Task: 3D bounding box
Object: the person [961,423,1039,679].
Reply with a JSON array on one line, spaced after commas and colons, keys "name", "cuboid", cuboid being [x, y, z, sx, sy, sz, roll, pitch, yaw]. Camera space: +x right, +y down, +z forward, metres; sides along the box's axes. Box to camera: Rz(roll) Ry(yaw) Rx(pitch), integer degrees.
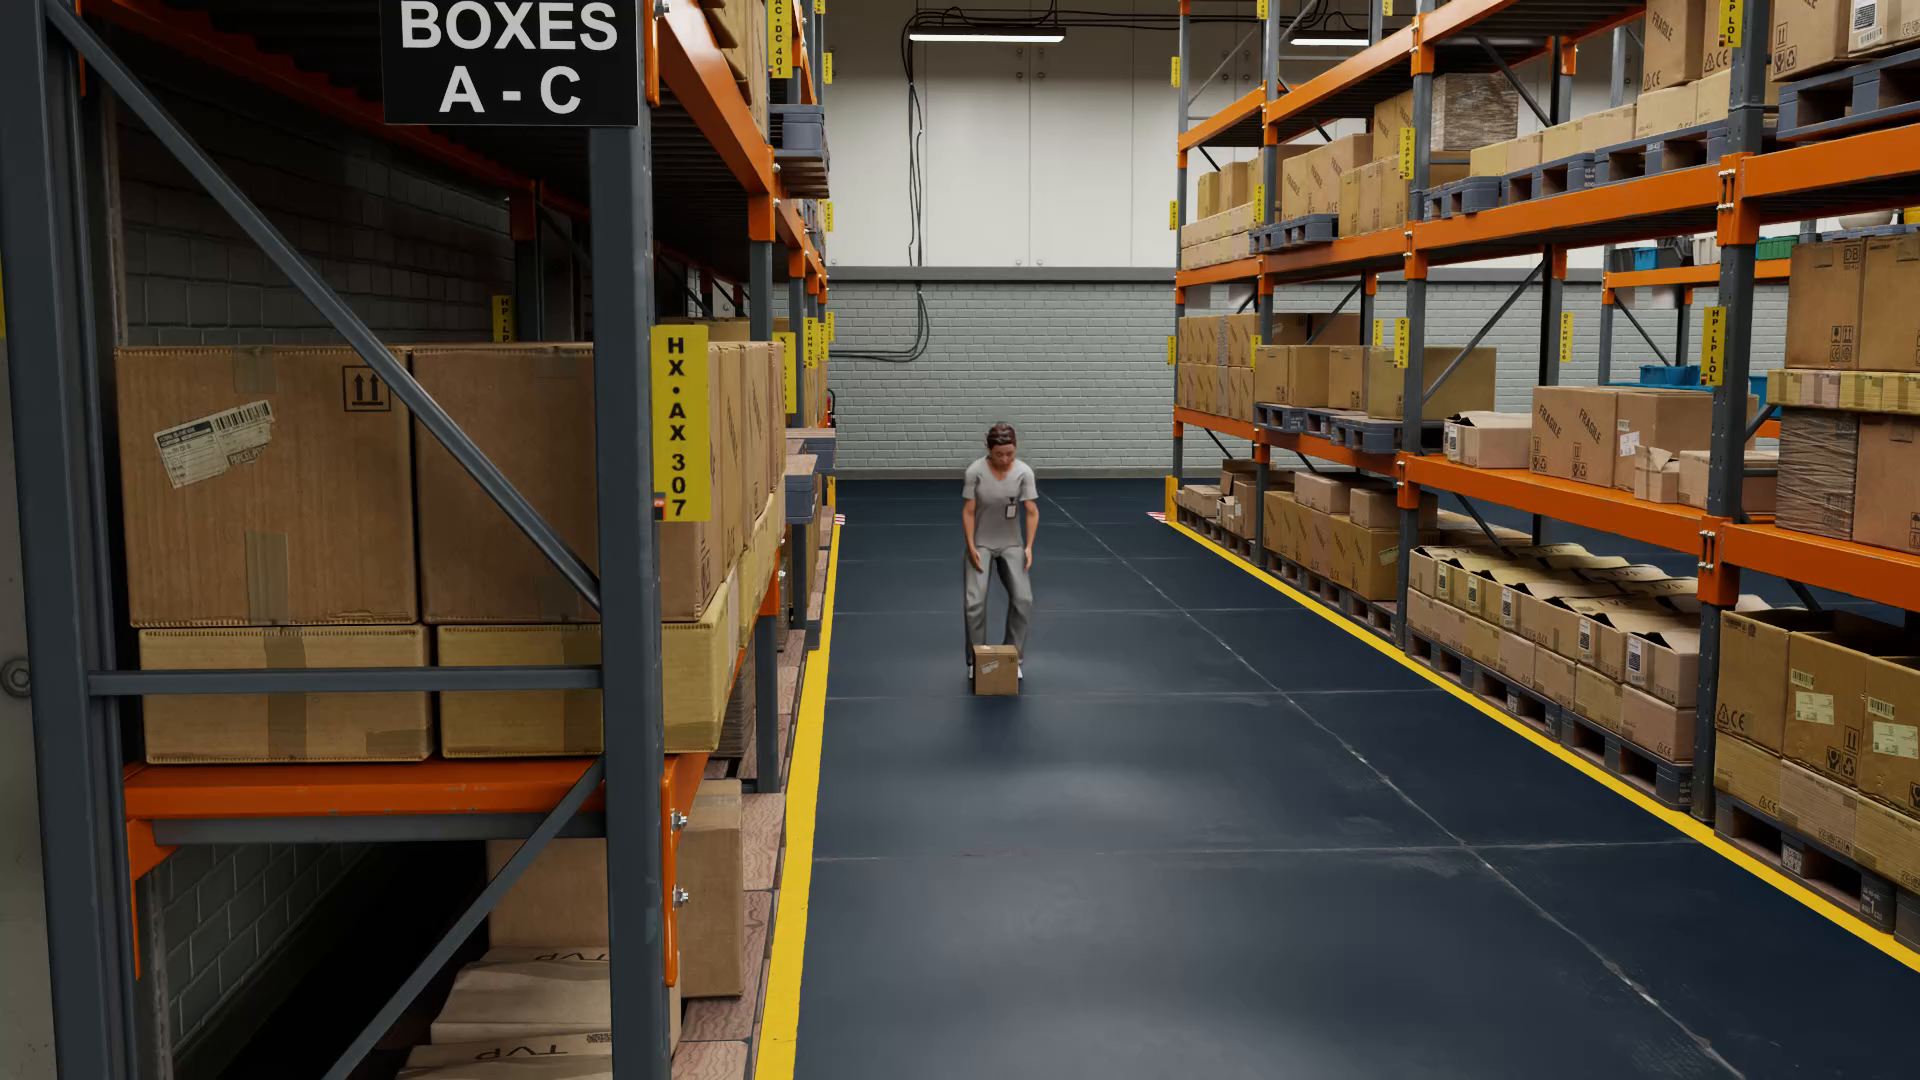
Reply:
[{"name": "person", "cuboid": [0.245, 0.064, 10.195, 0.475, 1.573, 0.467, 0, 7, -3]}]
